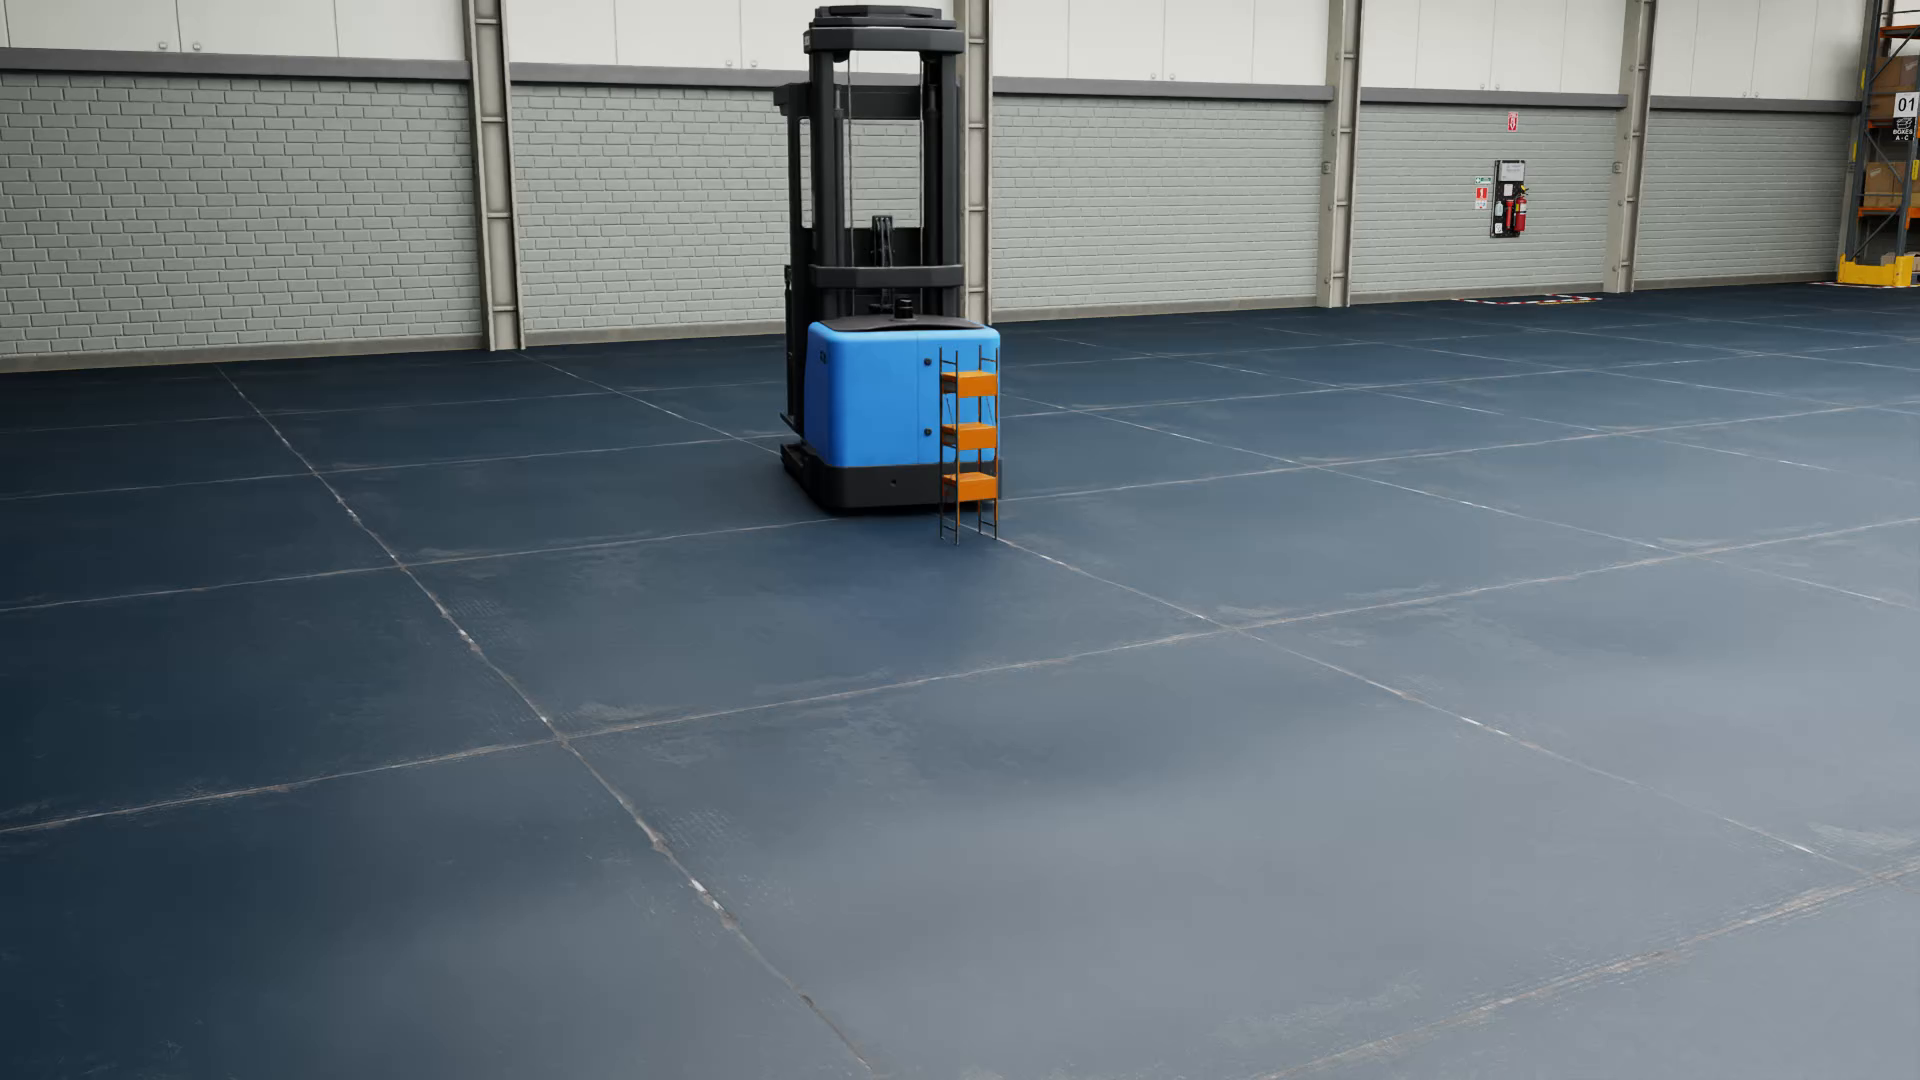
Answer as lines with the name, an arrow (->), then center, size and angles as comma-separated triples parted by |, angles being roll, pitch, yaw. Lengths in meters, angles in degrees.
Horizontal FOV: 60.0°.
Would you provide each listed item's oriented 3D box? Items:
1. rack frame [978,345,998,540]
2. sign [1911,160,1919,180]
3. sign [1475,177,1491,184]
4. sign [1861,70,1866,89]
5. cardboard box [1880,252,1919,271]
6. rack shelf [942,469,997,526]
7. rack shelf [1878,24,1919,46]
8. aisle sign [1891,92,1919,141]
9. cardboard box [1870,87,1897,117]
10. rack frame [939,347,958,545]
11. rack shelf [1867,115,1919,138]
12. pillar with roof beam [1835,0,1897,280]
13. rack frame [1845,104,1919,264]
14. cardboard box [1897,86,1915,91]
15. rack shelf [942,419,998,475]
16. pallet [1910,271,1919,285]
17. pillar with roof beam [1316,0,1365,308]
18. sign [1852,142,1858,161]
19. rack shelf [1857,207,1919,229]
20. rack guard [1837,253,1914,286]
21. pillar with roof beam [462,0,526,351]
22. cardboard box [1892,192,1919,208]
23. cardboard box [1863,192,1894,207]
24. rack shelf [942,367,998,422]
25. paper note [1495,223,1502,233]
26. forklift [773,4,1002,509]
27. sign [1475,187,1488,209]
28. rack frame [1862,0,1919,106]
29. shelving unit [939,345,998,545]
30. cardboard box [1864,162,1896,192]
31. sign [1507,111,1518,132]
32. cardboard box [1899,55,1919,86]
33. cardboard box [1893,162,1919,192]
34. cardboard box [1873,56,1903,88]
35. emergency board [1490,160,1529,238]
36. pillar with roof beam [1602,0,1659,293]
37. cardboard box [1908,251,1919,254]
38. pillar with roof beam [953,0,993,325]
rack frame -> 0.154, -0.531, 9.076 | 0.008, 1.050, 0.200 | -7, 14, -28
sign -> 16.022, -6.210, 27.899 | 0.005, 0.325, 0.100 | -7, 14, -28
sign -> 7.982, -5.485, 25.362 | 0.331, 0.109, 0.001 | -7, 14, -28
sign -> 15.514, -7.897, 28.517 | 0.005, 0.325, 0.100 | -7, 14, -28
cardboard box -> 16.412, -4.850, 28.952 | 0.500, 0.311, 0.500 | -9, 15, -34
rack shelf -> 0.047, -0.236, 9.082 | 0.240, 0.259, 0.215 | -7, 14, -28
rack shelf -> 17.517, -8.677, 28.814 | 4.000, 0.370, 1.077 | -7, 14, -28
aisle sign -> 15.843, -7.095, 27.883 | 0.004, 0.787, 0.394 | -7, 14, -28
cardboard box -> 16.007, -7.507, 28.528 | 0.500, 0.500, 0.500 | -6, 14, -24
rack frame -> -0.060, -0.505, 8.962 | 0.008, 1.050, 0.200 | -7, 14, -28
rack shelf -> 17.517, -7.215, 29.143 | 4.000, 0.370, 1.077 | -7, 14, -28
pillar with roof beam -> 18.025, -8.230, 25.182 | 0.400, 9.000, 9.100 | -7, 14, -28
rack frame -> 15.762, -5.892, 28.459 | 0.127, 3.000, 1.000 | -7, 14, -28
cardboard box -> 16.175, -7.401, 28.058 | 0.500, 0.500, 0.500 | -6, 14, -26
rack shelf -> 0.047, -0.507, 9.021 | 0.240, 0.259, 0.215 | -7, 14, -28
pallet -> 16.559, -4.618, 29.150 | 1.213, 0.211, 1.003 | -7, 14, -28
pillar with roof beam -> 7.492, -6.967, 19.572 | 0.400, 9.000, 9.100 | -7, 14, -28
sign -> 15.514, -6.720, 28.782 | 0.005, 0.325, 0.100 | -7, 14, -28
rack shelf -> 17.517, -5.752, 29.473 | 4.000, 0.370, 1.077 | -7, 14, -28
rack guard -> 15.829, -4.681, 28.769 | 0.348, 0.500, 1.175 | -7, 14, -28
pillar with roof beam -> -3.041, -5.705, 13.963 | 0.400, 9.000, 9.100 | -7, 14, -28
cardboard box -> 16.342, -5.819, 28.429 | 0.500, 0.250, 0.500 | -7, 15, -29
cardboard box -> 16.079, -5.915, 28.857 | 0.500, 0.250, 0.500 | -7, 14, -27
rack shelf -> 0.047, -0.784, 8.959 | 0.240, 0.259, 0.215 | -7, 14, -28
paper note -> 8.320, -4.814, 25.672 | 0.142, 0.148, 0.016 | -7, 14, -28
forklift -> -0.595, -1.889, 10.826 | 1.130, 2.935, 3.031 | -3, 13, -13
sign -> 7.973, -5.228, 25.425 | 0.234, 0.329, 0.001 | -7, 14, -28
rack frame -> 15.762, -8.819, 27.800 | 0.127, 3.000, 1.000 | -7, 14, -28
shelving unit -> 0.047, -0.518, 9.019 | 0.252, 1.050, 0.215 | -7, 14, -28
cardboard box -> 16.074, -6.285, 28.793 | 0.500, 0.500, 0.500 | -7, 14, -28
sign -> 8.453, -6.398, 25.426 | 0.199, 0.298, 0.001 | -7, 14, -28
cardboard box -> 16.216, -7.896, 27.979 | 0.500, 0.500, 0.500 | -8, 15, -32
cardboard box -> 16.325, -6.187, 28.356 | 0.500, 0.500, 0.500 | -7, 14, -28
cardboard box -> 16.015, -7.998, 28.432 | 0.500, 0.500, 0.500 | -6, 14, -25
emergency board -> 8.508, -5.249, 25.599 | 0.643, 1.169, 0.194 | -7, 14, -28
pillar with roof beam -> 12.758, -7.598, 22.377 | 0.400, 9.000, 9.100 | -7, 14, -28
cardboard box -> 16.913, -4.910, 29.218 | 0.500, 0.311, 0.500 | -6, 14, -23
pillar with roof beam -> 2.225, -6.336, 16.767 | 0.400, 9.000, 9.100 | -7, 14, -28
